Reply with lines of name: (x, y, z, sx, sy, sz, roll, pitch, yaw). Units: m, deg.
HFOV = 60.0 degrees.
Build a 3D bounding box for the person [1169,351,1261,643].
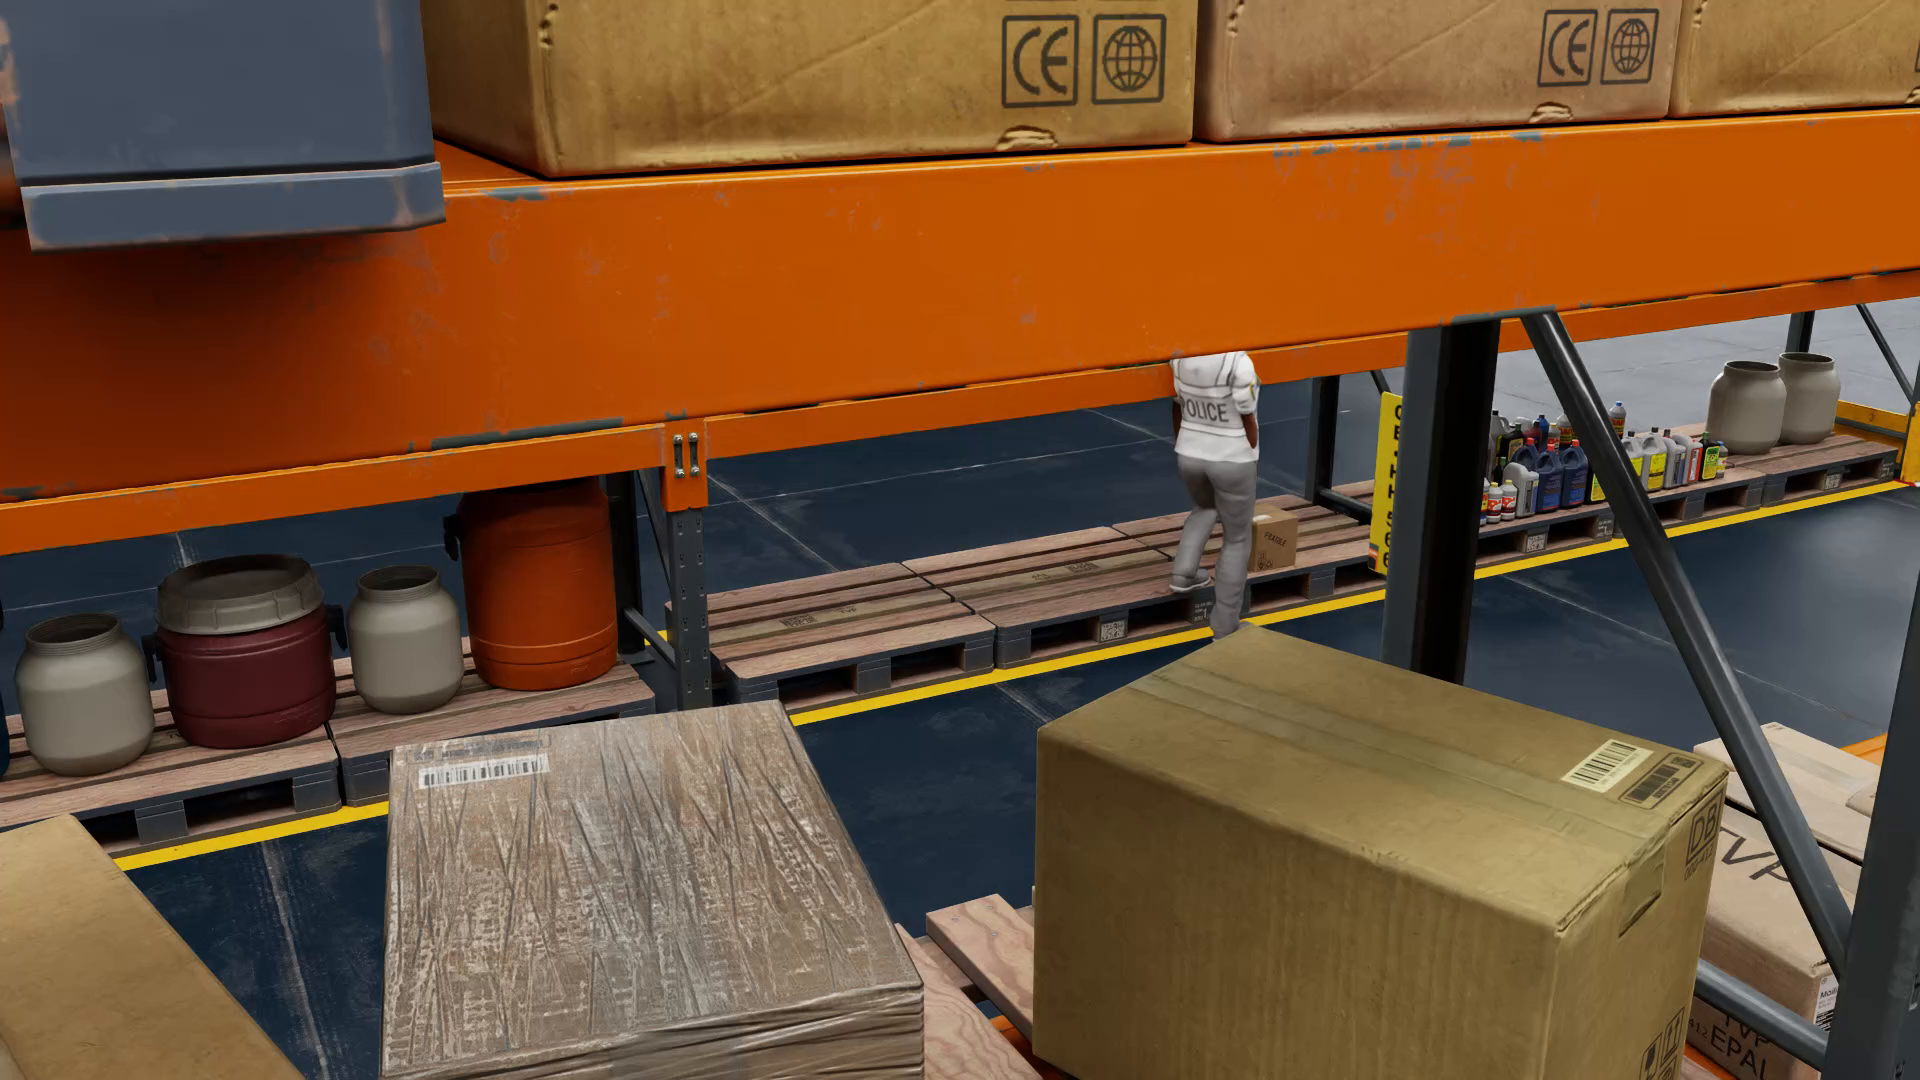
person: (1.191, -0.359, 7.638, 0.438, 1.660, 0.495, 14, 23, 36)
